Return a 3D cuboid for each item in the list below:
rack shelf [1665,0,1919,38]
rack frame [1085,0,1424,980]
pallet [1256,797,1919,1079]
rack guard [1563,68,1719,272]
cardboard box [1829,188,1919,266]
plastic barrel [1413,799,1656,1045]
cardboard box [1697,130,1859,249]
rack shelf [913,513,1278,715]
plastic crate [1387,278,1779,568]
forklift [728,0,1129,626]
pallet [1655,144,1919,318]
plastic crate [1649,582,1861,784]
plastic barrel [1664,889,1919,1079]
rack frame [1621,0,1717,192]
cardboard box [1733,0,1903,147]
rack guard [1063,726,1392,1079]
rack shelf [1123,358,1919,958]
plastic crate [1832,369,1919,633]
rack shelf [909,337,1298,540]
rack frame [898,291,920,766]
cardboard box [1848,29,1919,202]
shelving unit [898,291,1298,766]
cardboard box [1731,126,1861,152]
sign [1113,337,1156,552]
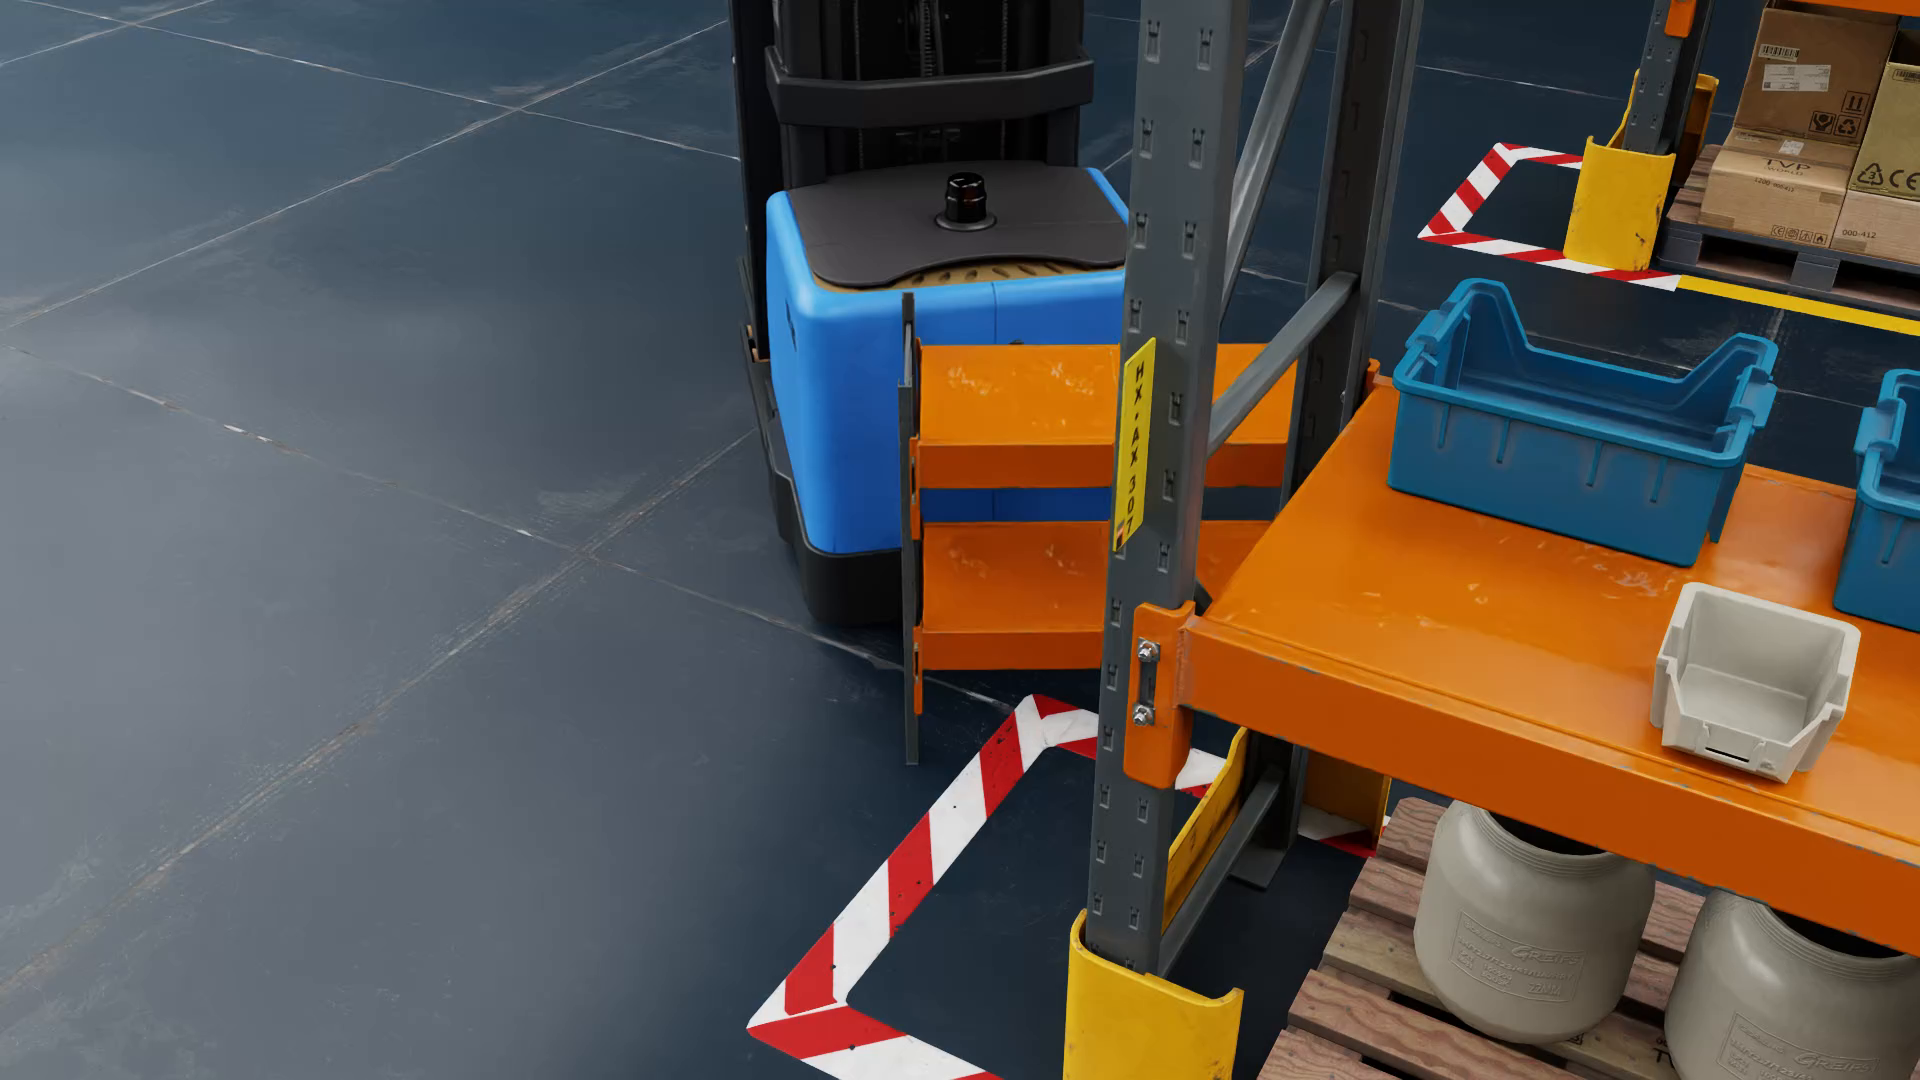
[{"bbox_3d":[4.736,-1.821,5.928,4.000,0.370,1.077,18,37,24],"label":"rack shelf"},{"bbox_3d":[0.539,-0.288,2.977,0.127,3.000,1.000,18,37,24],"label":"rack frame"},{"bbox_3d":[1.331,1.097,3.413,1.213,0.211,1.003,18,37,24],"label":"pallet"},{"bbox_3d":[2.979,-1.637,7.257,0.348,0.500,1.175,18,37,24],"label":"rack guard"},{"bbox_3d":[3.791,-1.311,6.614,0.500,0.250,0.500,18,37,24],"label":"cardboard box"},{"bbox_3d":[1.148,0.717,3.333,0.421,0.512,0.421,0,34,0],"label":"plastic barrel"},{"bbox_3d":[3.355,-1.447,6.818,0.500,0.250,0.500,18,37,24],"label":"cardboard box"},{"bbox_3d":[0.381,0.187,4.396,1.000,0.278,0.538,0,34,0],"label":"rack shelf"},{"bbox_3d":[1.122,-0.233,3.027,0.616,0.251,0.499,18,37,24],"label":"plastic crate"},{"bbox_3d":[-0.207,-1.784,5.284,1.130,2.935,3.031,-6,34,-10],"label":"forklift"},{"bbox_3d":[3.685,-1.320,7.042,1.213,0.211,1.003,18,37,24],"label":"pallet"},{"bbox_3d":[1.156,0.222,2.448,0.250,0.136,0.298,18,37,24],"label":"plastic crate"},{"bbox_3d":[1.583,0.854,3.126,0.421,0.512,0.421,0,34,0],"label":"plastic barrel"},{"bbox_3d":[3.000,-2.671,6.555,0.127,3.000,1.000,18,37,24],"label":"rack frame"},{"bbox_3d":[3.613,-2.009,6.986,0.500,0.500,0.500,18,37,24],"label":"cardboard box"},{"bbox_3d":[0.628,0.750,3.672,0.348,0.500,1.175,18,37,24],"label":"rack guard"},{"bbox_3d":[2.275,0.561,2.350,4.000,0.370,1.077,18,37,24],"label":"rack shelf"},{"bbox_3d":[1.683,-0.051,2.755,0.408,0.251,0.499,18,37,24],"label":"plastic crate"},{"bbox_3d":[0.381,-0.260,4.098,1.000,0.278,0.538,0,34,0],"label":"rack shelf"},{"bbox_3d":[-0.127,-0.014,4.256,0.032,1.125,0.500,0,34,0],"label":"rack frame"},{"bbox_3d":[3.790,-1.622,6.405,0.500,0.500,0.500,18,37,24],"label":"cardboard box"},{"bbox_3d":[0.381,-0.017,4.260,1.048,1.125,0.538,0,34,0],"label":"shelving unit"},{"bbox_3d":[3.612,-1.696,7.192,0.500,0.250,0.500,18,37,24],"label":"cardboard box"},{"bbox_3d":[0.262,-0.140,2.504,0.005,0.325,0.100,18,37,24],"label":"sign"}]
